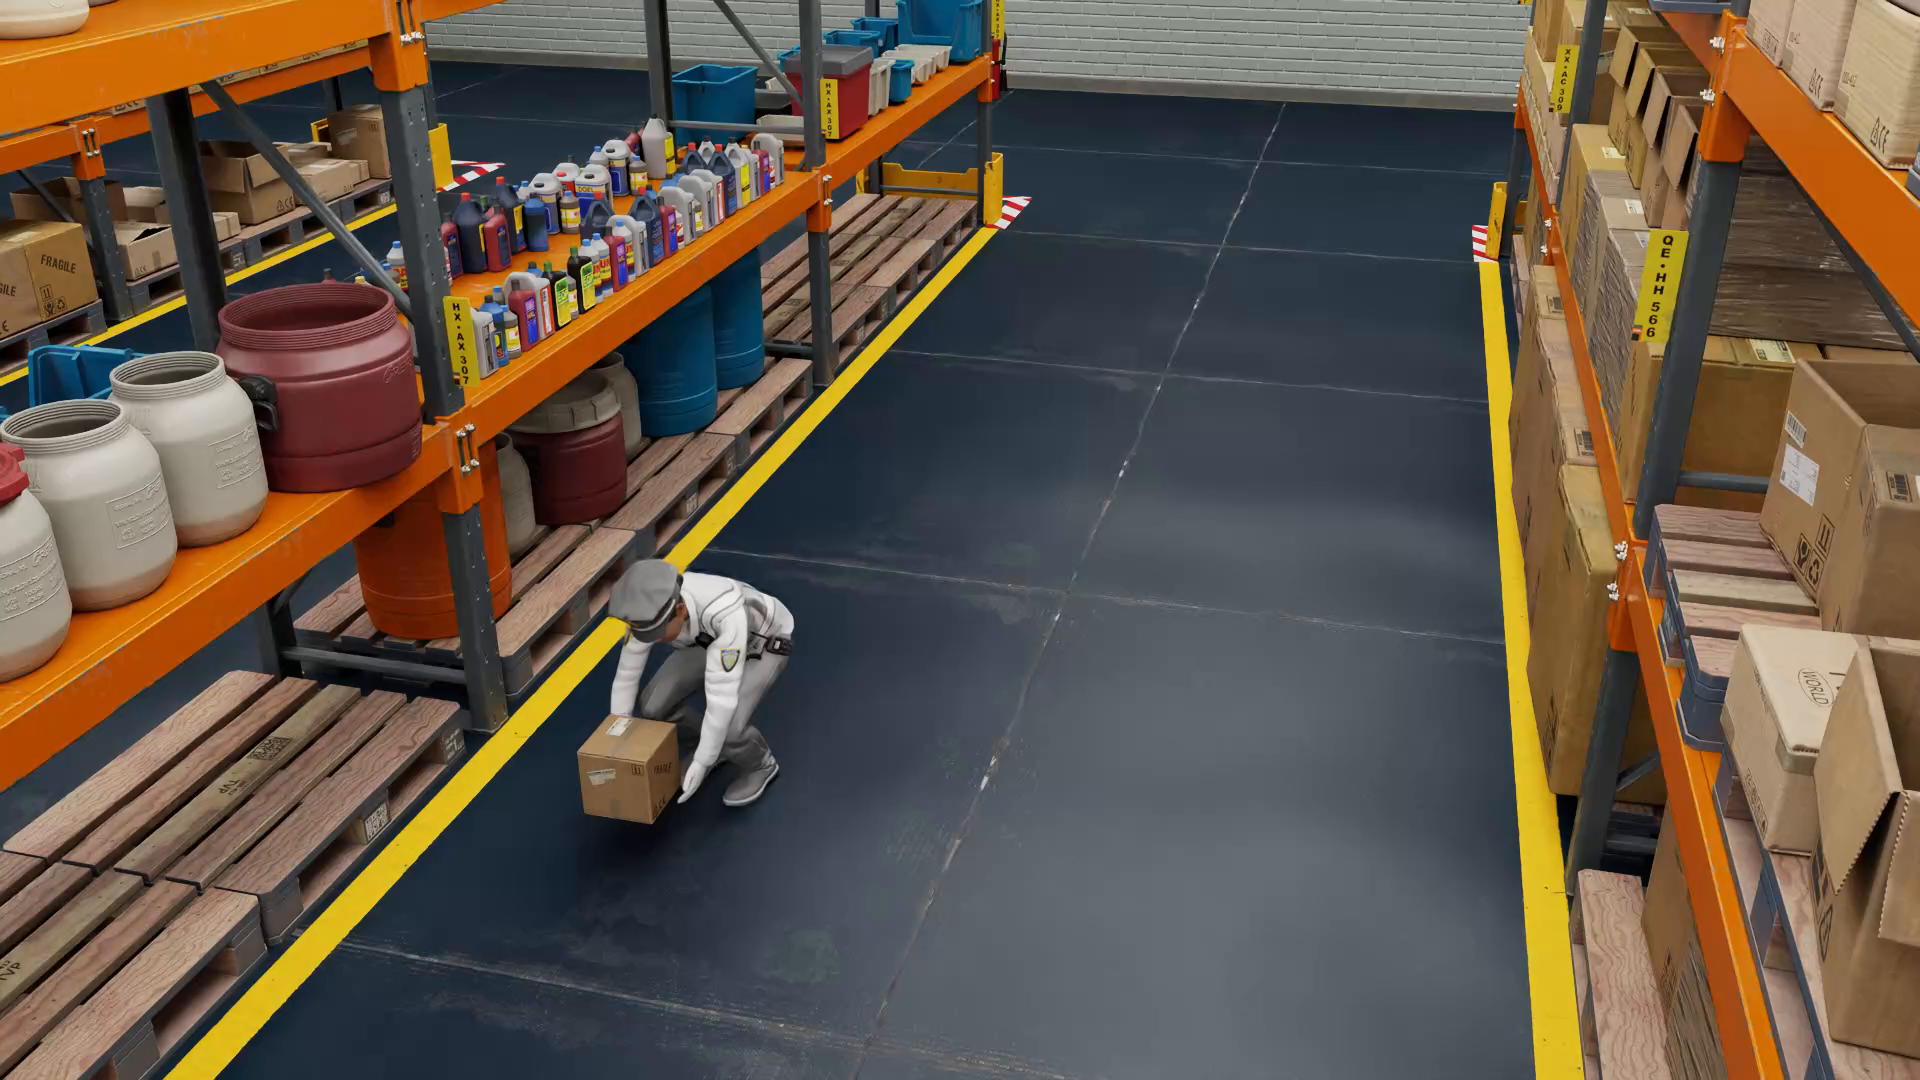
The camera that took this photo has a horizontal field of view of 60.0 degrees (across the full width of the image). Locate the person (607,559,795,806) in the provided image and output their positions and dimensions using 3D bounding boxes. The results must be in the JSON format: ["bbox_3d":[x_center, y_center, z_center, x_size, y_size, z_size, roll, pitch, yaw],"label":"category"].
[{"bbox_3d":[-0.894,0.464,5.852,0.501,1.054,0.818,15,29,28],"label":"person"}]
